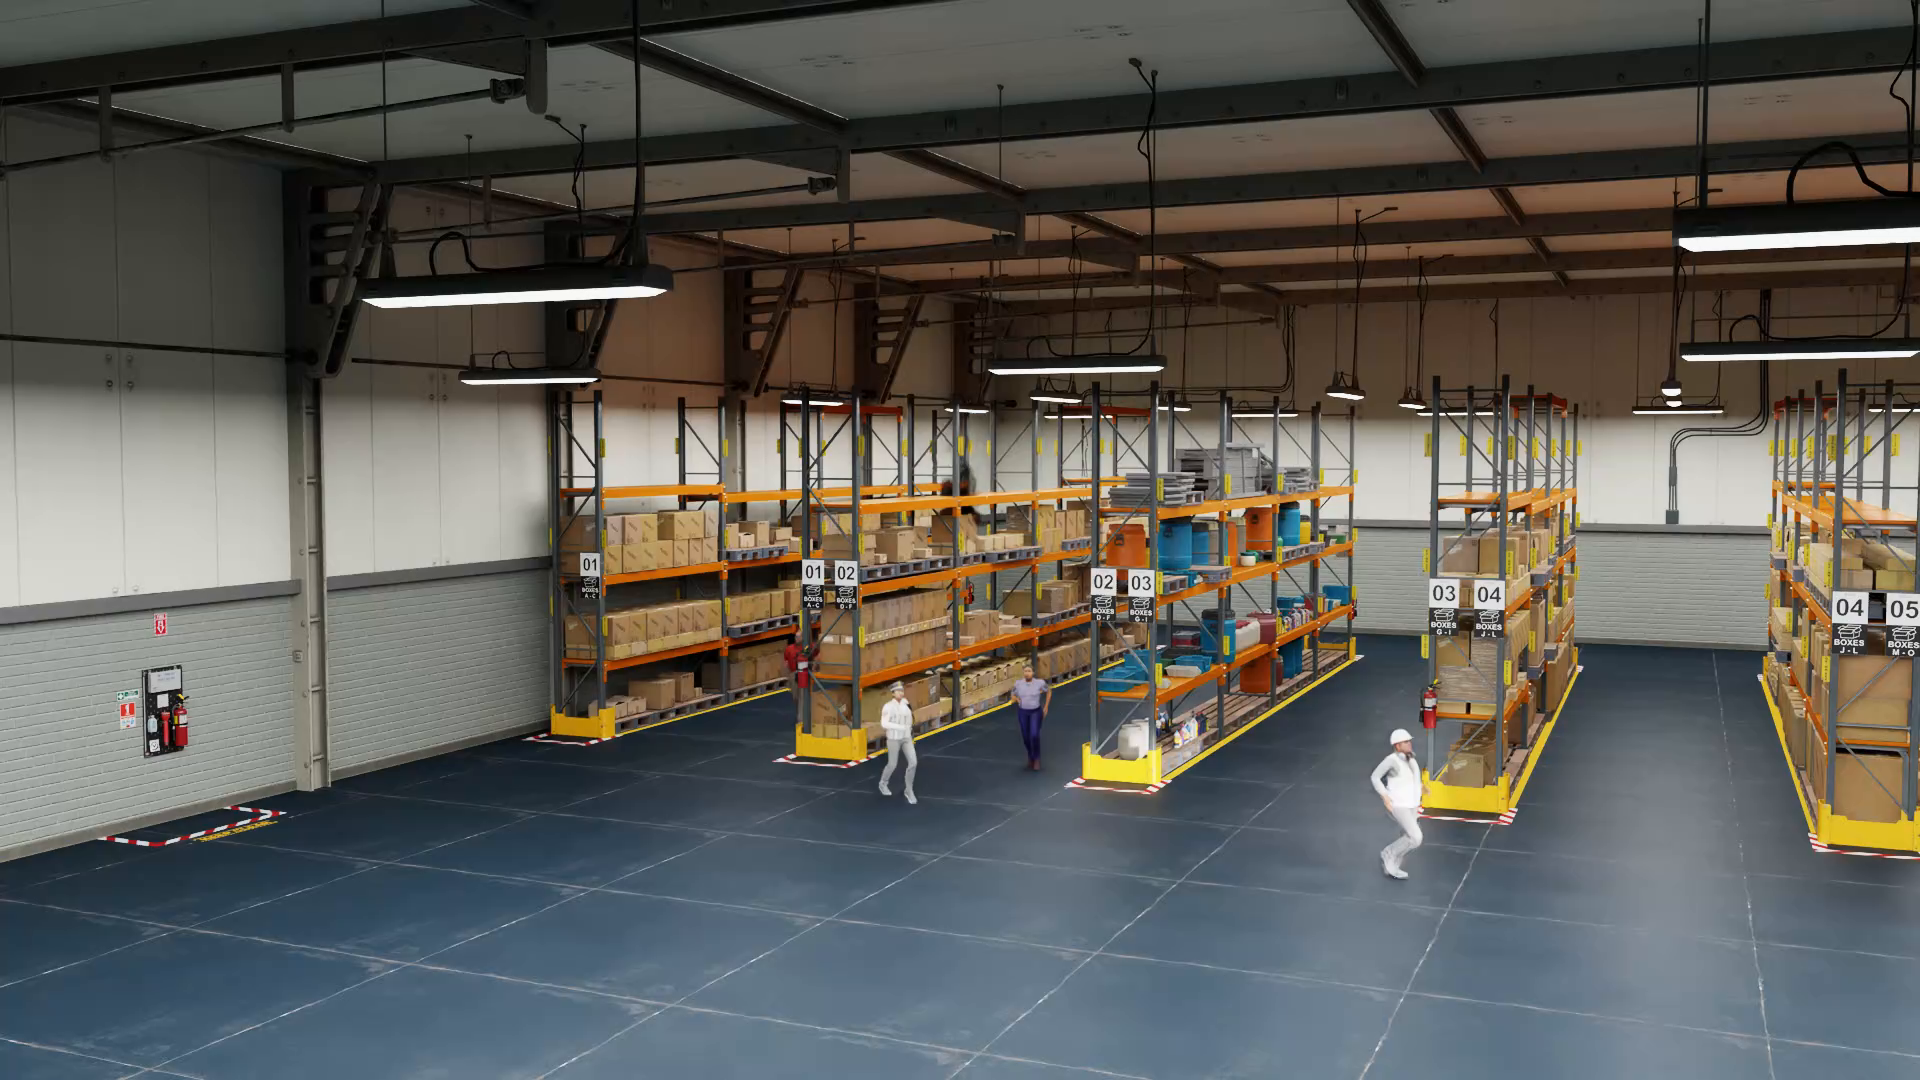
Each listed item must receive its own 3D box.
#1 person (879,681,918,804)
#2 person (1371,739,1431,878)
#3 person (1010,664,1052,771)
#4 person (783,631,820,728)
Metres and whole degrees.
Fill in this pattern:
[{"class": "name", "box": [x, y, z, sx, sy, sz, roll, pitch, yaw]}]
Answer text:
[{"class": "person", "box": [-0.886, 2.860, 23.646, 0.616, 1.744, 0.751, -2, 4, -35]}, {"class": "person", "box": [5.155, 3.089, 19.237, 0.645, 1.678, 0.605, -3, 4, -43]}, {"class": "person", "box": [1.098, 2.764, 26.011, 0.614, 1.665, 0.758, 1, 3, 16]}, {"class": "person", "box": [-2.866, 2.485, 30.043, 0.647, 1.719, 0.943, 1, 3, 9]}]
